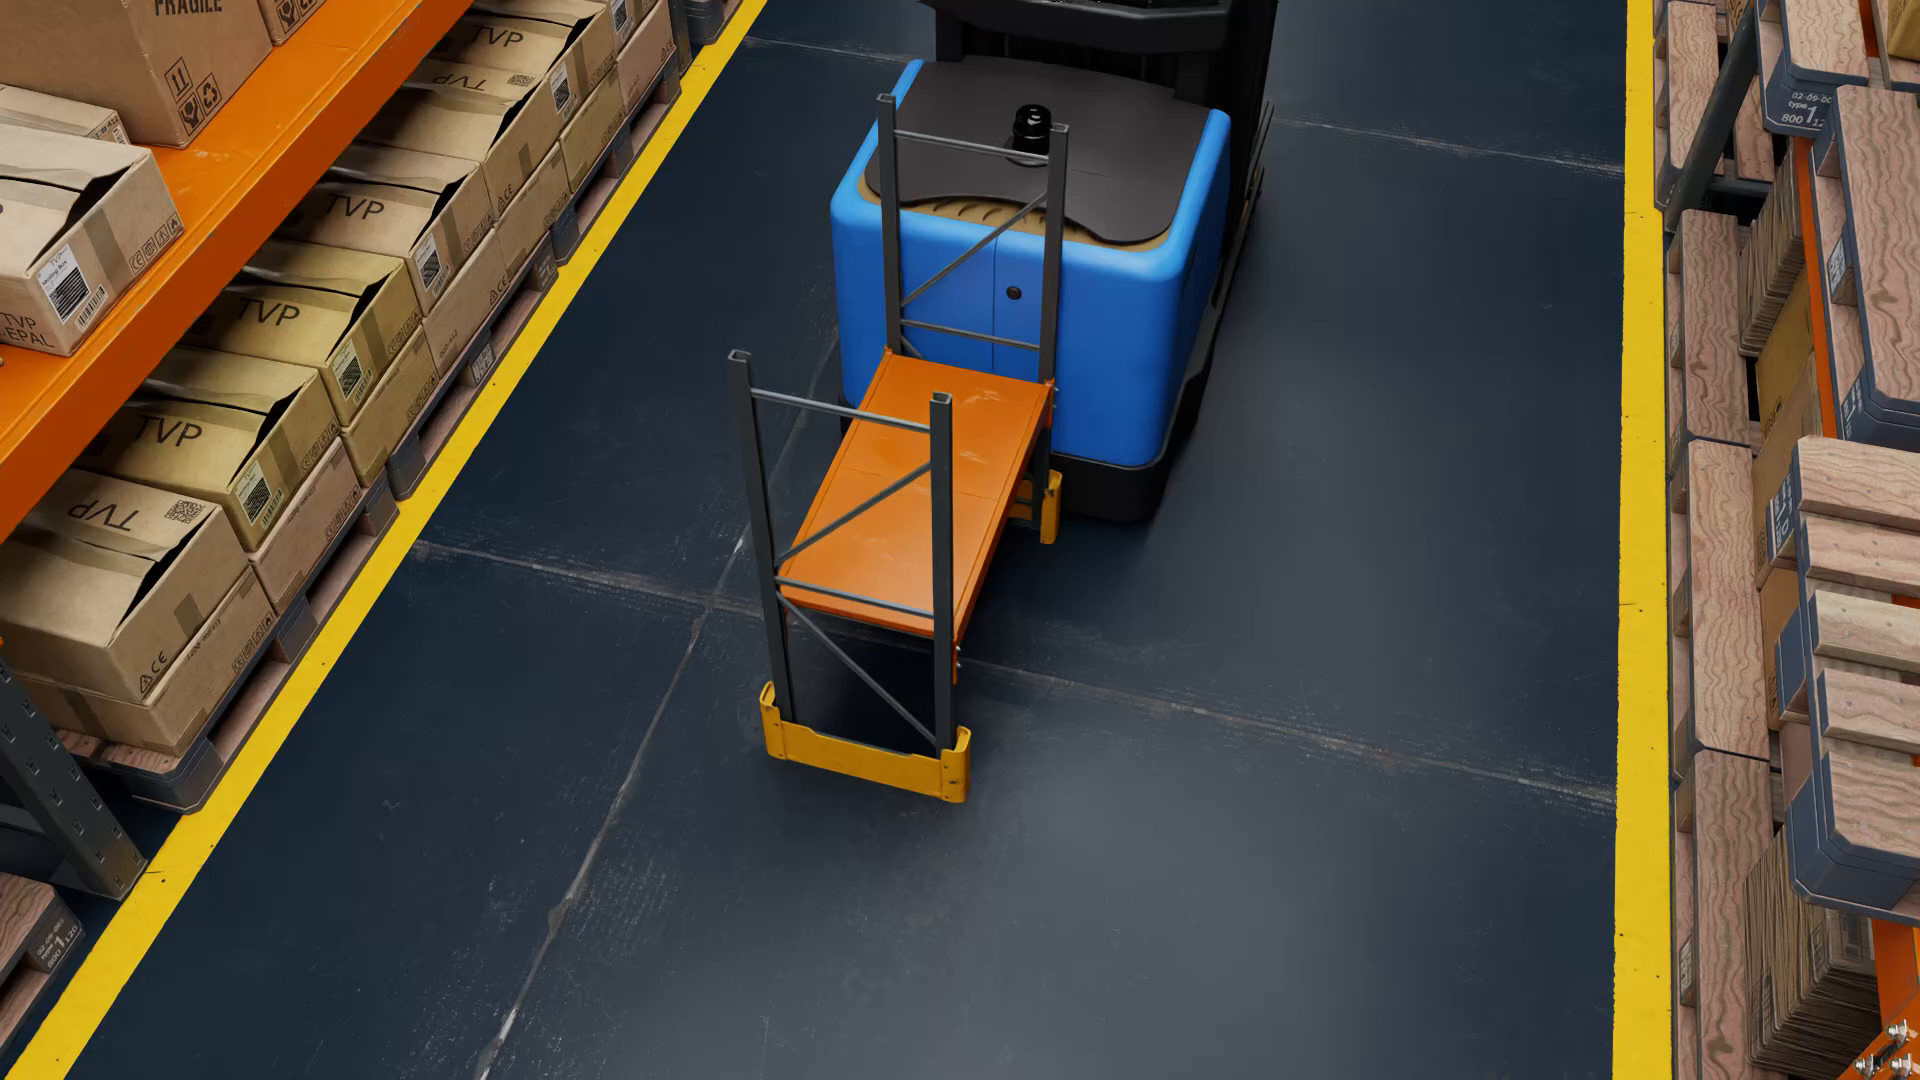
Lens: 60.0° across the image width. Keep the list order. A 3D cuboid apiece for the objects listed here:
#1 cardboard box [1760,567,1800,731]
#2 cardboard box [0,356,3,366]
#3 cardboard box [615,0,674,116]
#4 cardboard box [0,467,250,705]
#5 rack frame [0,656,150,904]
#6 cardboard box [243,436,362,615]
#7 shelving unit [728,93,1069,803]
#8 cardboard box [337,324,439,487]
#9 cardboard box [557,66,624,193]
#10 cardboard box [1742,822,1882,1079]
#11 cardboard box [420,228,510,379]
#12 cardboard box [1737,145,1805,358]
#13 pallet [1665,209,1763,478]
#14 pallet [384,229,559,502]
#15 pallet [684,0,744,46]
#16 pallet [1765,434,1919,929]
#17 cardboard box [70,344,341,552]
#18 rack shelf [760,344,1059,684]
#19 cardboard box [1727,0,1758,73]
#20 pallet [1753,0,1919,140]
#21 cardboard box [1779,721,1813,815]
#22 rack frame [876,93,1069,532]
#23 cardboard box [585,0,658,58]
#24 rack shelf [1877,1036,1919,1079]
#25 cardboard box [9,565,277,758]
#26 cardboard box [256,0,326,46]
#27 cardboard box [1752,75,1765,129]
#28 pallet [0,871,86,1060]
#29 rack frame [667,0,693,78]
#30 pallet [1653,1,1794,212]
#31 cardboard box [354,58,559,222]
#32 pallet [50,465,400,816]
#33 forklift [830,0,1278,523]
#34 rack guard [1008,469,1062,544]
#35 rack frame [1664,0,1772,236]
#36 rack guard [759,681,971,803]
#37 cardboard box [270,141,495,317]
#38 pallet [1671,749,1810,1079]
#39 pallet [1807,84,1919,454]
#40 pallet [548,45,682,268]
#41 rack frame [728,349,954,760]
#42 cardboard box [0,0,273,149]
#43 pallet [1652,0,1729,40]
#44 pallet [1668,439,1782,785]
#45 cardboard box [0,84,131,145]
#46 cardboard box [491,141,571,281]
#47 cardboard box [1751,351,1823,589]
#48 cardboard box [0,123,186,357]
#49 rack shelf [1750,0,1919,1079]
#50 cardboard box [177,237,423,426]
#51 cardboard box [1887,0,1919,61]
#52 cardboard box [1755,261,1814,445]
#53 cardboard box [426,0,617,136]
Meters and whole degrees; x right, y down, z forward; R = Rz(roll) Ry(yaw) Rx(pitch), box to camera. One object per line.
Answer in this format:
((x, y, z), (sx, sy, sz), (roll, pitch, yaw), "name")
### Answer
((2.589, 0.236, 4.415), (0.700, 0.500, 0.500), (11, 50, 10), "cardboard box")
((-2.543, -0.399, 3.661), (0.500, 0.311, 0.500), (14, 50, 12), "cardboard box")
((-1.458, -1.940, 6.515), (0.500, 0.250, 0.500), (11, 50, 10), "cardboard box")
((-2.260, 0.090, 4.350), (0.500, 0.311, 0.500), (13, 50, 11), "cardboard box")
((-2.681, -0.174, 3.403), (1.000, 3.000, 0.127), (12, 50, 10), "rack frame")
((-2.128, -0.088, 4.881), (0.500, 0.250, 0.500), (10, 49, 9), "cardboard box")
((-0.117, -0.213, 4.438), (0.587, 1.500, 1.083), (13, 50, 11), "shelving unit")
((-1.997, -0.465, 5.214), (0.500, 0.250, 0.500), (10, 49, 9), "cardboard box")
((-1.593, -1.574, 6.192), (0.500, 0.250, 0.500), (11, 49, 9), "cardboard box")
((2.238, 0.951, 3.784), (0.700, 0.500, 0.500), (12, 50, 11), "cardboard box")
((-1.862, -0.836, 5.541), (0.500, 0.250, 0.500), (12, 50, 11), "cardboard box")
((2.974, -0.876, 5.396), (0.700, 0.500, 0.500), (13, 50, 11), "cardboard box")
((2.948, -0.607, 5.645), (1.003, 0.211, 1.213), (12, 50, 10), "pallet")
((-2.104, -0.719, 5.744), (1.003, 0.211, 1.213), (12, 50, 10), "pallet")
((-1.379, -2.712, 7.503), (1.003, 0.211, 1.213), (12, 50, 10), "pallet")
((2.184, 0.327, 3.088), (1.213, 0.211, 1.003), (12, 50, 10), "pallet")
((-2.130, -0.292, 4.686), (0.500, 0.311, 0.500), (10, 49, 9), "cardboard box")
((-0.114, -0.101, 4.578), (0.538, 0.185, 1.000), (13, 50, 11), "rack shelf")
((3.386, -2.170, 6.538), (0.500, 0.500, 0.500), (8, 49, 7), "cardboard box")
((2.810, -1.505, 4.706), (1.003, 0.211, 1.213), (12, 50, 10), "pallet")
((2.486, 0.601, 4.092), (0.700, 0.500, 0.500), (11, 50, 10), "cardboard box")
((0.031, -0.585, 4.766), (0.500, 1.500, 0.032), (13, 50, 11), "rack frame")
((-1.458, -2.133, 6.312), (0.500, 0.311, 0.500), (12, 50, 10), "cardboard box")
((1.573, 2.485, 1.536), (1.077, 0.370, 4.000), (12, 50, 10), "rack shelf")
((-2.260, 0.276, 4.560), (0.500, 0.250, 0.500), (11, 50, 10), "cardboard box")
((-2.117, -1.805, 4.776), (0.500, 0.500, 0.500), (12, 50, 10), "cardboard box")
((3.264, -1.694, 6.340), (0.380, 0.166, 0.250), (6, 49, 5), "cardboard box")
((-2.914, 1.281, 3.979), (1.003, 0.211, 1.213), (12, 50, 10), "pallet")
((-1.628, -3.068, 5.957), (1.000, 3.000, 0.127), (12, 50, 10), "rack frame")
((3.294, -1.663, 6.577), (1.003, 0.211, 1.213), (12, 50, 10), "pallet")
((-1.723, -1.395, 5.660), (0.500, 0.311, 0.500), (11, 50, 10), "cardboard box")
((-2.427, 0.161, 4.967), (1.003, 0.211, 1.213), (12, 50, 10), "pallet")
((0.525, -2.157, 5.199), (1.130, 2.935, 3.031), (13, 50, 11), "forklift")
((0.025, -0.157, 5.222), (0.587, 0.250, 0.087), (13, 50, 11), "rack guard")
((3.152, -2.093, 5.096), (1.000, 3.000, 0.127), (12, 50, 10), "rack frame")
((-0.259, 0.558, 4.590), (0.587, 0.250, 0.087), (13, 50, 11), "rack guard")
((-1.859, -1.032, 5.340), (0.500, 0.311, 0.500), (11, 49, 10), "cardboard box")
((2.306, 1.158, 4.087), (1.003, 0.211, 1.213), (12, 50, 10), "pallet")
((2.580, -0.576, 3.886), (1.003, 0.211, 1.213), (12, 50, 10), "pallet")
((-1.785, -1.604, 6.525), (1.003, 0.211, 1.213), (12, 50, 10), "pallet")
((-0.259, 0.146, 4.121), (0.500, 1.500, 0.032), (13, 50, 11), "rack frame")
((-2.255, -1.424, 4.440), (0.500, 0.500, 0.500), (9, 49, 8), "cardboard box")
((3.614, -2.548, 7.358), (1.003, 0.211, 1.213), (12, 50, 10), "pallet")
((2.629, 0.279, 4.863), (1.003, 0.211, 1.213), (12, 50, 10), "pallet")
((-2.400, -1.025, 4.321), (0.380, 0.149, 0.250), (15, 50, 13), "cardboard box")
((-1.727, -1.204, 5.866), (0.500, 0.250, 0.500), (13, 50, 11), "cardboard box")
((2.713, -0.131, 4.739), (0.700, 0.500, 0.500), (12, 50, 10), "cardboard box")
((-2.259, -0.754, 3.974), (0.500, 0.311, 0.500), (11, 49, 10), "cardboard box")
((2.625, -0.408, 4.089), (1.077, 0.370, 4.000), (12, 50, 10), "rack shelf")
((-1.993, -0.660, 5.012), (0.500, 0.311, 0.500), (10, 49, 9), "cardboard box")
((2.831, -1.507, 4.219), (0.700, 0.500, 0.500), (16, 51, 14), "cardboard box")
((2.886, -0.492, 5.057), (0.700, 0.500, 0.500), (11, 49, 9), "cardboard box")
((-1.589, -1.755, 5.978), (0.500, 0.311, 0.500), (13, 50, 11), "cardboard box")
